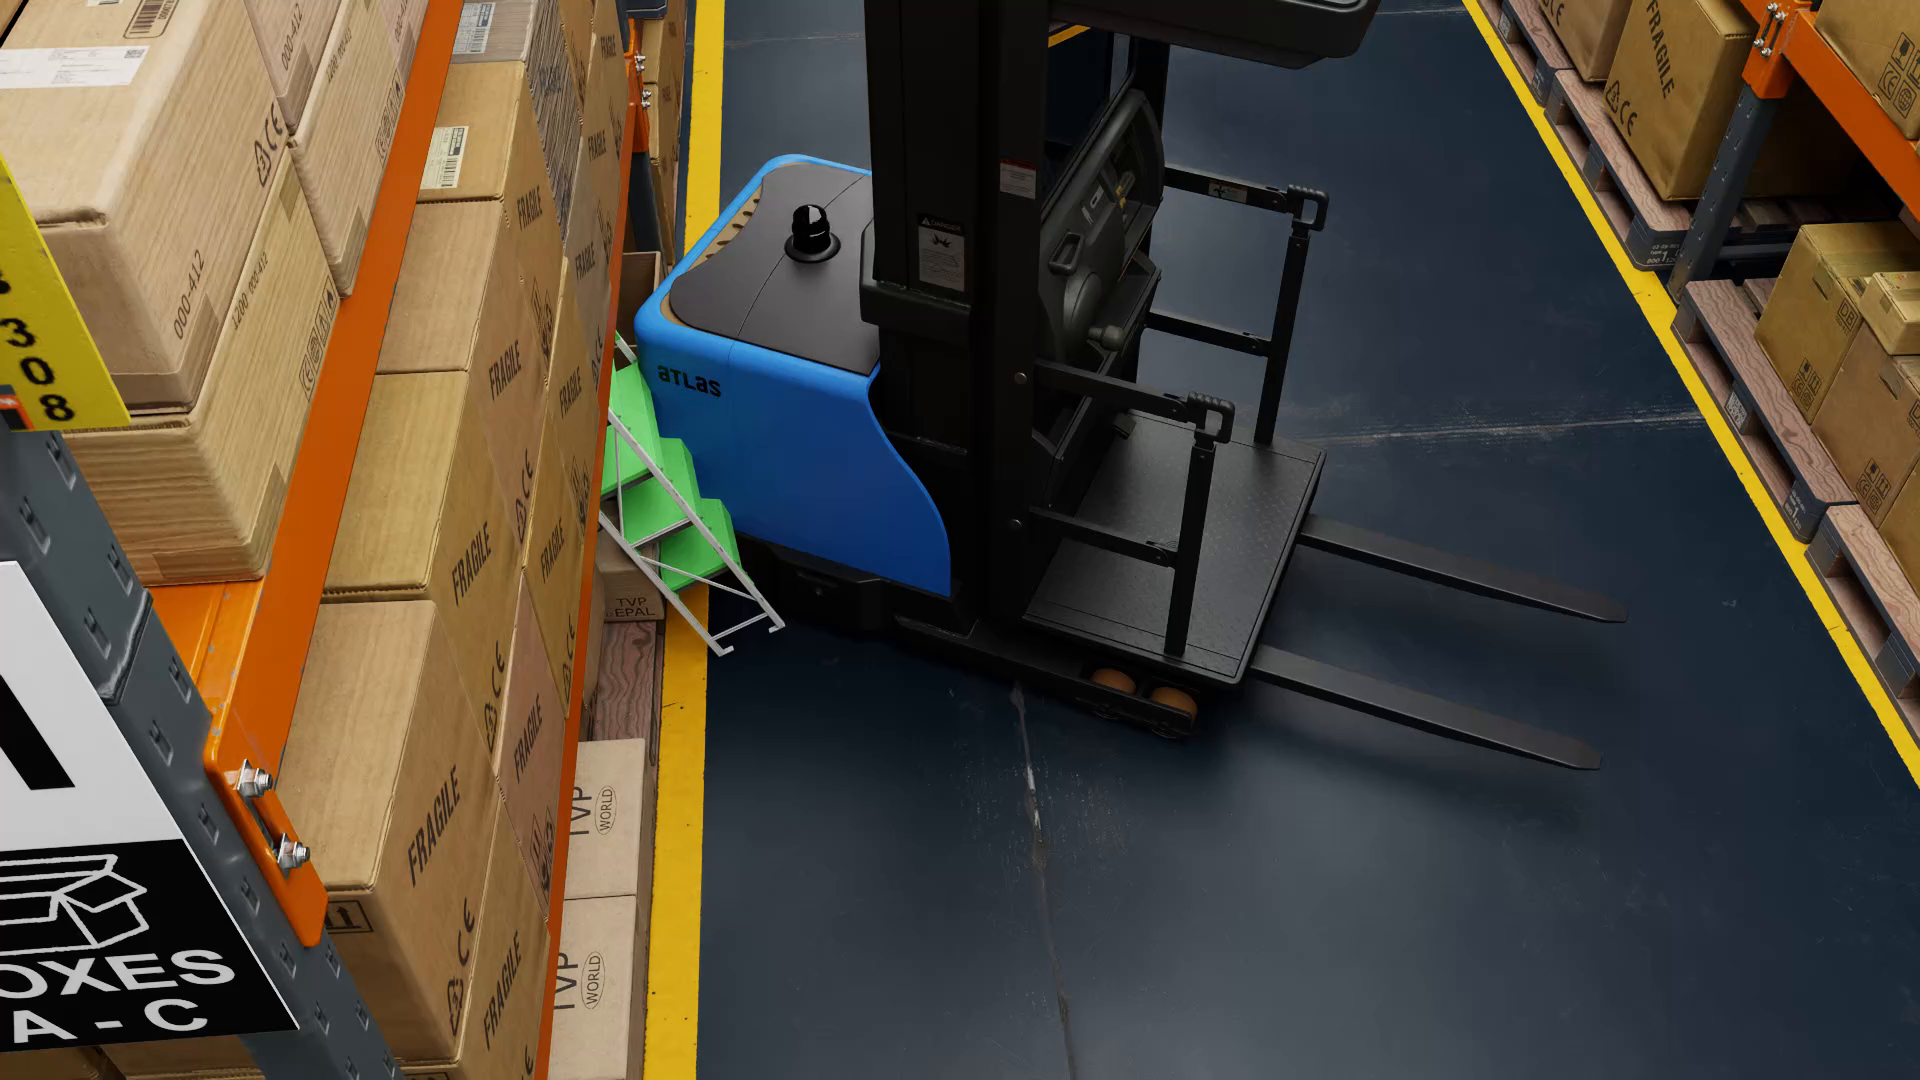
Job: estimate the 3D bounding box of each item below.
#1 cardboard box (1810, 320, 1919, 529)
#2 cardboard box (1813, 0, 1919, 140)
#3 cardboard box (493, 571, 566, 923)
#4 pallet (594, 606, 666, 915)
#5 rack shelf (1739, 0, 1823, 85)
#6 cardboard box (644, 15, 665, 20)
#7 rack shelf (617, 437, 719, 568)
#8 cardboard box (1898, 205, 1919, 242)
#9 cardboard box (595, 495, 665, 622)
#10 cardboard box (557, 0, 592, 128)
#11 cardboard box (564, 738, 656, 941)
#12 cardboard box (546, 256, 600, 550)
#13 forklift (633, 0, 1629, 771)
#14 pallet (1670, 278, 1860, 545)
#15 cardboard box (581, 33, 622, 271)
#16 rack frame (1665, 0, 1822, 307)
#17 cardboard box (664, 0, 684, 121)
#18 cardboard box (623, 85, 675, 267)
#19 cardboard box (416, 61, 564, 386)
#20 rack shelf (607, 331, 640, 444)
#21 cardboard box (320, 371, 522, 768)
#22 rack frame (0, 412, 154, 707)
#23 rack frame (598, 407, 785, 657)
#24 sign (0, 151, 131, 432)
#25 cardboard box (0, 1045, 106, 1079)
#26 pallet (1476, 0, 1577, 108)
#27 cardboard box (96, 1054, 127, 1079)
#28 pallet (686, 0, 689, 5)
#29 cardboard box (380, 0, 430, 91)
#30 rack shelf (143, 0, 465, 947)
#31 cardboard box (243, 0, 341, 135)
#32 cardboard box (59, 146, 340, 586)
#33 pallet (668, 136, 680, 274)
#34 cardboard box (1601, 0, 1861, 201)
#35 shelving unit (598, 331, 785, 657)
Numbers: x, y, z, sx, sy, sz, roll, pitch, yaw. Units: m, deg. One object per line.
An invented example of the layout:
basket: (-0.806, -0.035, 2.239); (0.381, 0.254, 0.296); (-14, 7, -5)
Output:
cardboard box: (3.349, -0.408, 5.503); (0.700, 0.500, 0.500); (-4, 47, -4)
cardboard box: (3.378, -1.744, 5.129); (0.980, 0.700, 0.700); (-3, 47, -3)
cardboard box: (-1.075, 0.419, 3.218); (0.500, 0.500, 0.500); (-4, 47, -4)
pallet: (-1.425, 0.610, 5.027); (1.003, 0.211, 1.213); (-3, 47, -3)
rack shelf: (3.182, -3.234, 7.242); (1.077, 0.370, 4.000); (-3, 47, -3)
cardboard box: (-1.468, -2.369, 6.829); (0.500, 0.250, 0.500); (-3, 47, -3)
rack shelf: (-0.923, -0.156, 5.130); (0.258, 0.148, 0.480); (-25, 48, 6)
cardboard box: (3.496, -1.112, 5.723); (0.380, 0.149, 0.250); (-4, 47, -4)
cardboard box: (-1.193, -0.020, 5.252); (0.500, 0.311, 0.500); (-3, 47, -3)
cardboard box: (-1.241, -1.388, 4.241); (0.500, 0.500, 0.500); (-4, 47, -4)
cardboard box: (-1.098, 0.823, 4.495); (0.500, 0.250, 0.500); (-3, 47, -3)
cardboard box: (-1.154, -0.306, 3.905); (0.500, 0.500, 0.500); (-3, 47, -3)
forklift: (0.580, -0.834, 4.521); (3.031, 2.935, 1.130); (17, 49, 15)
pallet: (3.335, -0.521, 6.098); (1.003, 0.211, 1.213); (-3, 47, -3)
cardboard box: (-1.245, -1.046, 4.606); (0.500, 0.500, 0.500); (-2, 47, -2)
rack frame: (3.349, -2.034, 5.611); (1.000, 3.000, 0.127); (-3, 47, -3)
cardboard box: (-1.474, -2.134, 7.124); (0.500, 0.500, 0.500); (-3, 47, -3)
cardboard box: (-1.384, -1.387, 6.416); (0.500, 0.500, 0.500); (-5, 47, -5)
cardboard box: (-1.158, -0.659, 3.551); (0.500, 0.500, 0.500); (-4, 47, -4)
rack shelf: (-1.093, -0.430, 4.775); (0.258, 0.148, 0.480); (-25, 48, 6)
cardboard box: (-1.078, 0.070, 2.860); (0.500, 0.500, 0.500); (-3, 47, -3)
rack frame: (-1.252, -0.899, 0.404); (1.000, 3.000, 0.127); (-3, 47, -3)
rack frame: (-0.885, -0.020, 4.920); (0.240, 1.200, 0.015); (-25, 48, 6)
sign: (-0.711, -0.202, 1.207); (0.100, 0.325, 0.005); (-3, 47, -3)
cardboard box: (-1.563, 0.480, 2.472); (0.500, 0.500, 0.500); (-4, 47, -4)
pallet: (3.104, -2.514, 7.986); (1.003, 0.211, 1.213); (-3, 47, -3)
cardboard box: (-1.561, 0.822, 2.837); (0.500, 0.500, 0.500); (-2, 47, -2)
pallet: (-1.897, -3.123, 8.563); (1.003, 0.211, 1.213); (-3, 47, -3)
cardboard box: (-1.114, -0.928, 2.600); (0.500, 0.250, 0.500); (-3, 47, -3)
rack shelf: (-1.419, -1.068, 3.125); (1.077, 0.370, 4.000); (-3, 47, -3)
cardboard box: (-1.070, -0.738, 2.076); (0.500, 0.250, 0.500); (-3, 47, -3)
cardboard box: (-1.041, -0.204, 1.914); (0.500, 0.250, 0.500); (-3, 47, -3)
pallet: (-1.692, -1.358, 6.891); (1.003, 0.211, 1.213); (-3, 47, -3)
cardboard box: (3.165, -1.902, 6.677); (0.750, 0.750, 0.750); (-3, 47, -3)
shelving unit: (-0.945, -0.192, 5.082); (0.258, 1.200, 0.503); (-25, 48, 6)
